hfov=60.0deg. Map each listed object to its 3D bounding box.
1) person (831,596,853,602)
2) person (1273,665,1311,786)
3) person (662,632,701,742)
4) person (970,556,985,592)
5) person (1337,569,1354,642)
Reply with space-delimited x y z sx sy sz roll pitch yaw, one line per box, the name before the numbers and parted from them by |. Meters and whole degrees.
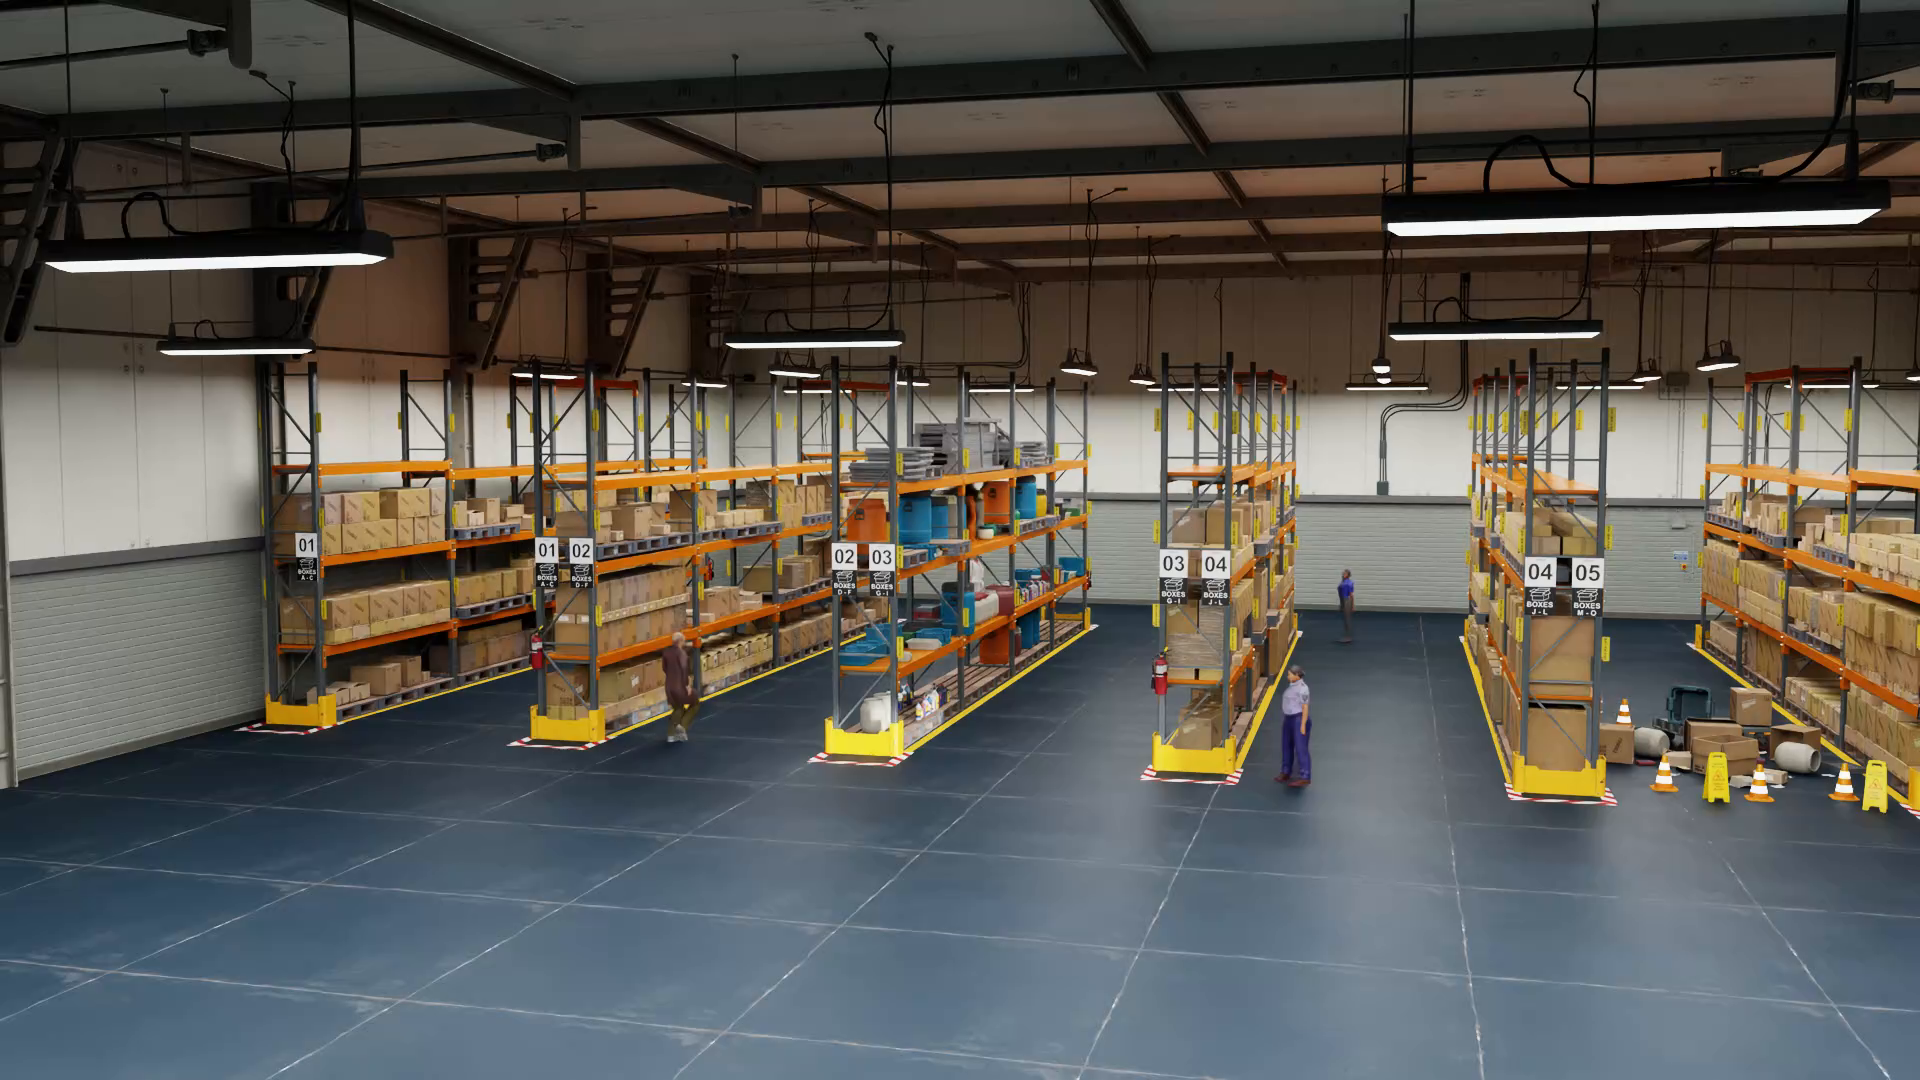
person | -3.040 1.096 44.398 0.866 1.550 0.477 2 4 23
person | 4.630 2.555 23.082 0.426 1.647 0.558 -1 4 -20
person | -4.374 2.314 26.199 0.698 1.744 0.649 3 5 33
person | 0.399 1.120 42.301 0.523 1.776 0.534 1 4 15
person | 8.830 1.492 38.112 0.356 1.664 0.497 0 4 -3
